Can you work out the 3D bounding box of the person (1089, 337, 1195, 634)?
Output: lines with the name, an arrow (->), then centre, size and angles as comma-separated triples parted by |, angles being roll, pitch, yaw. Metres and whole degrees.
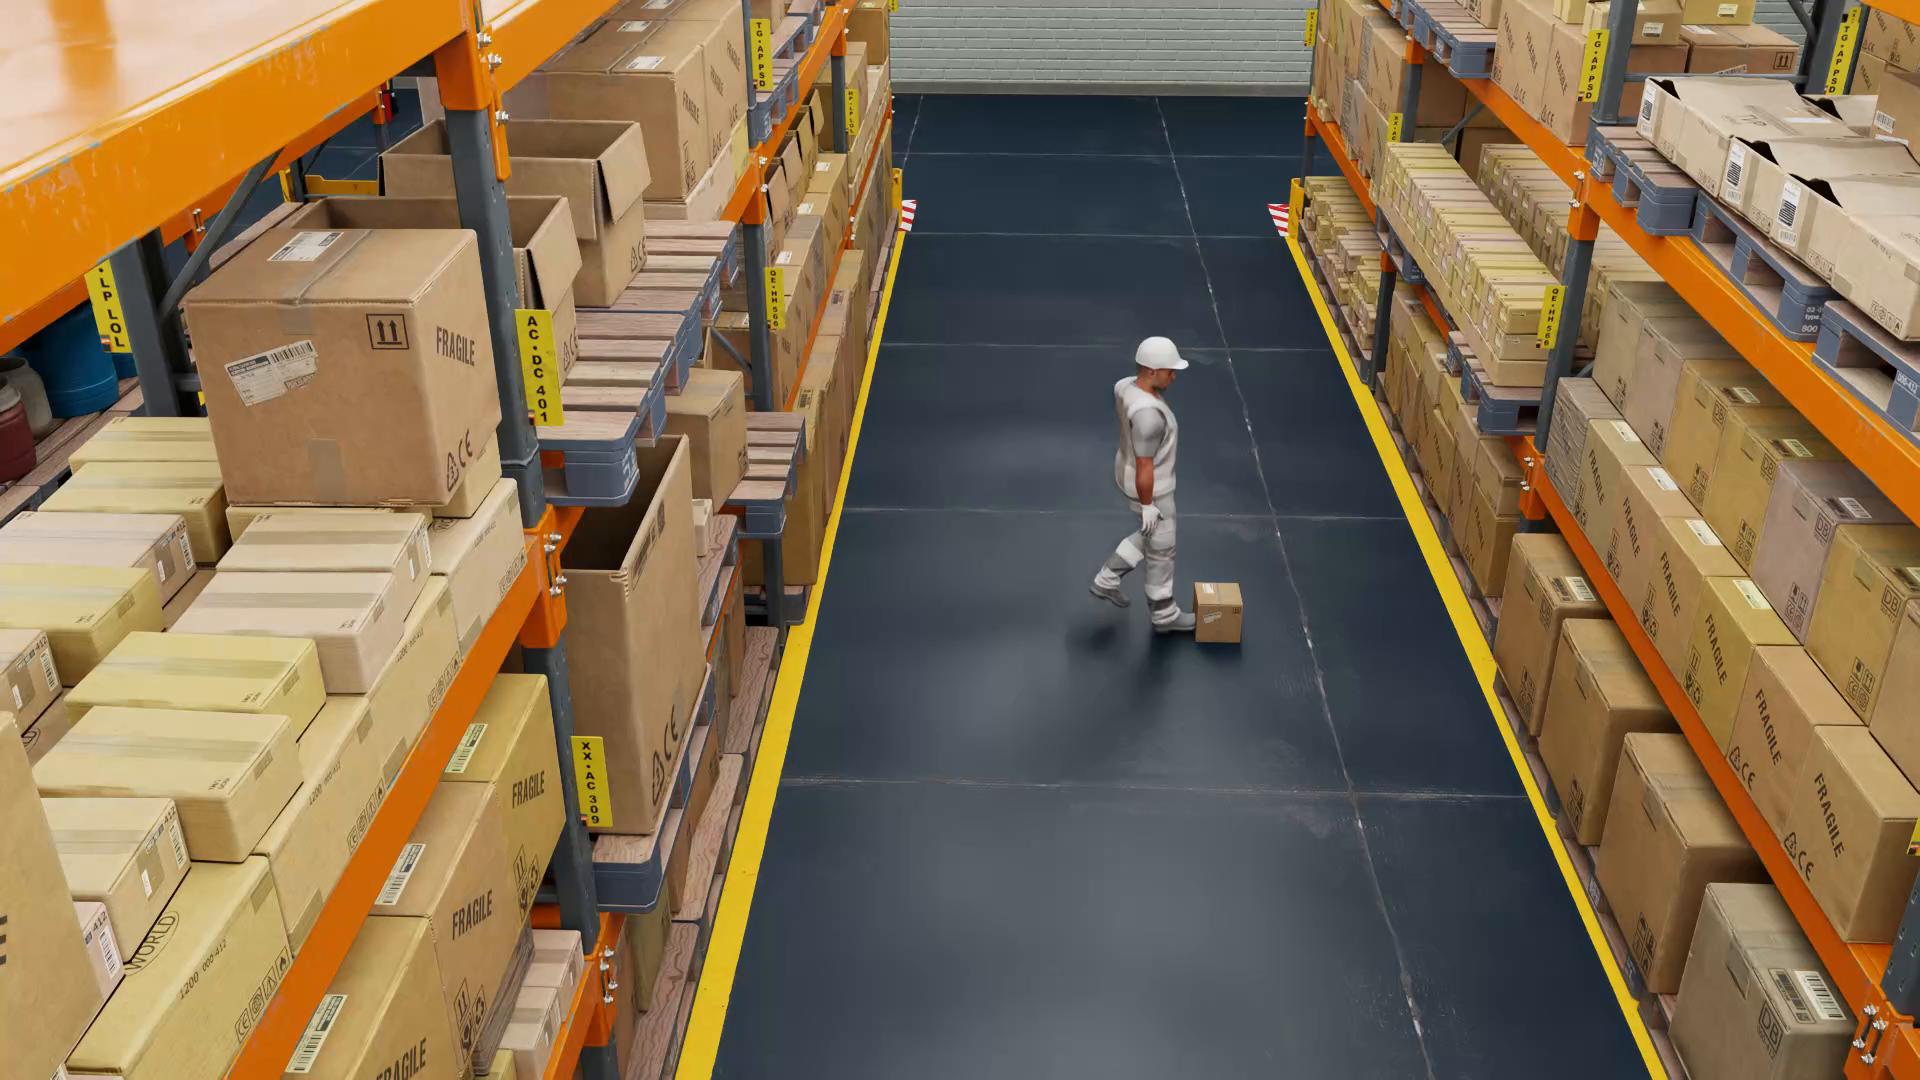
person -> 1.072, -0.290, 9.115 | 0.646, 1.782, 0.584 | -4, 28, -7
